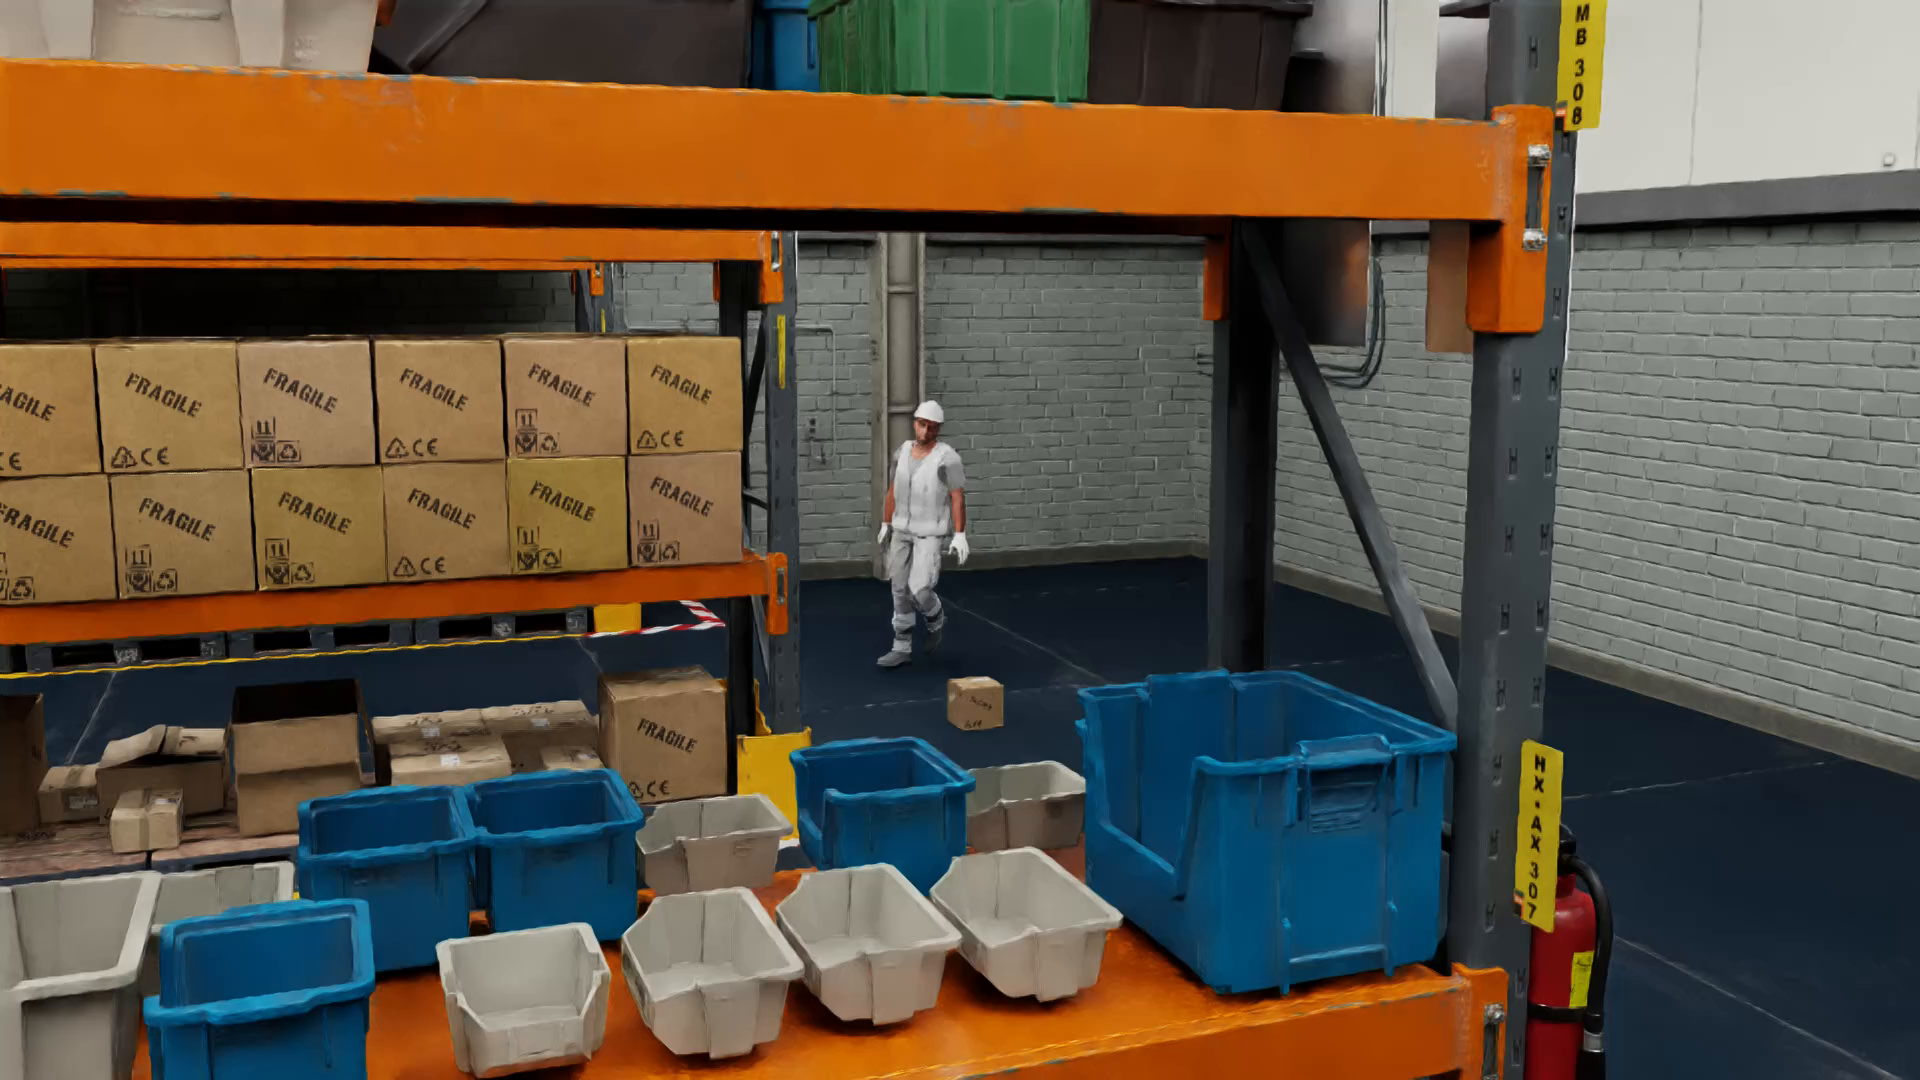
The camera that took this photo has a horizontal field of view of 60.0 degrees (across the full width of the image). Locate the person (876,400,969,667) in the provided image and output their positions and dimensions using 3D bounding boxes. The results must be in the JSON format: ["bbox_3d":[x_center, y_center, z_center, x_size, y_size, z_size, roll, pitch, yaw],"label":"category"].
[{"bbox_3d":[-0.253,-0.036,10.922,0.677,1.771,0.518,6,10,32],"label":"person"}]
